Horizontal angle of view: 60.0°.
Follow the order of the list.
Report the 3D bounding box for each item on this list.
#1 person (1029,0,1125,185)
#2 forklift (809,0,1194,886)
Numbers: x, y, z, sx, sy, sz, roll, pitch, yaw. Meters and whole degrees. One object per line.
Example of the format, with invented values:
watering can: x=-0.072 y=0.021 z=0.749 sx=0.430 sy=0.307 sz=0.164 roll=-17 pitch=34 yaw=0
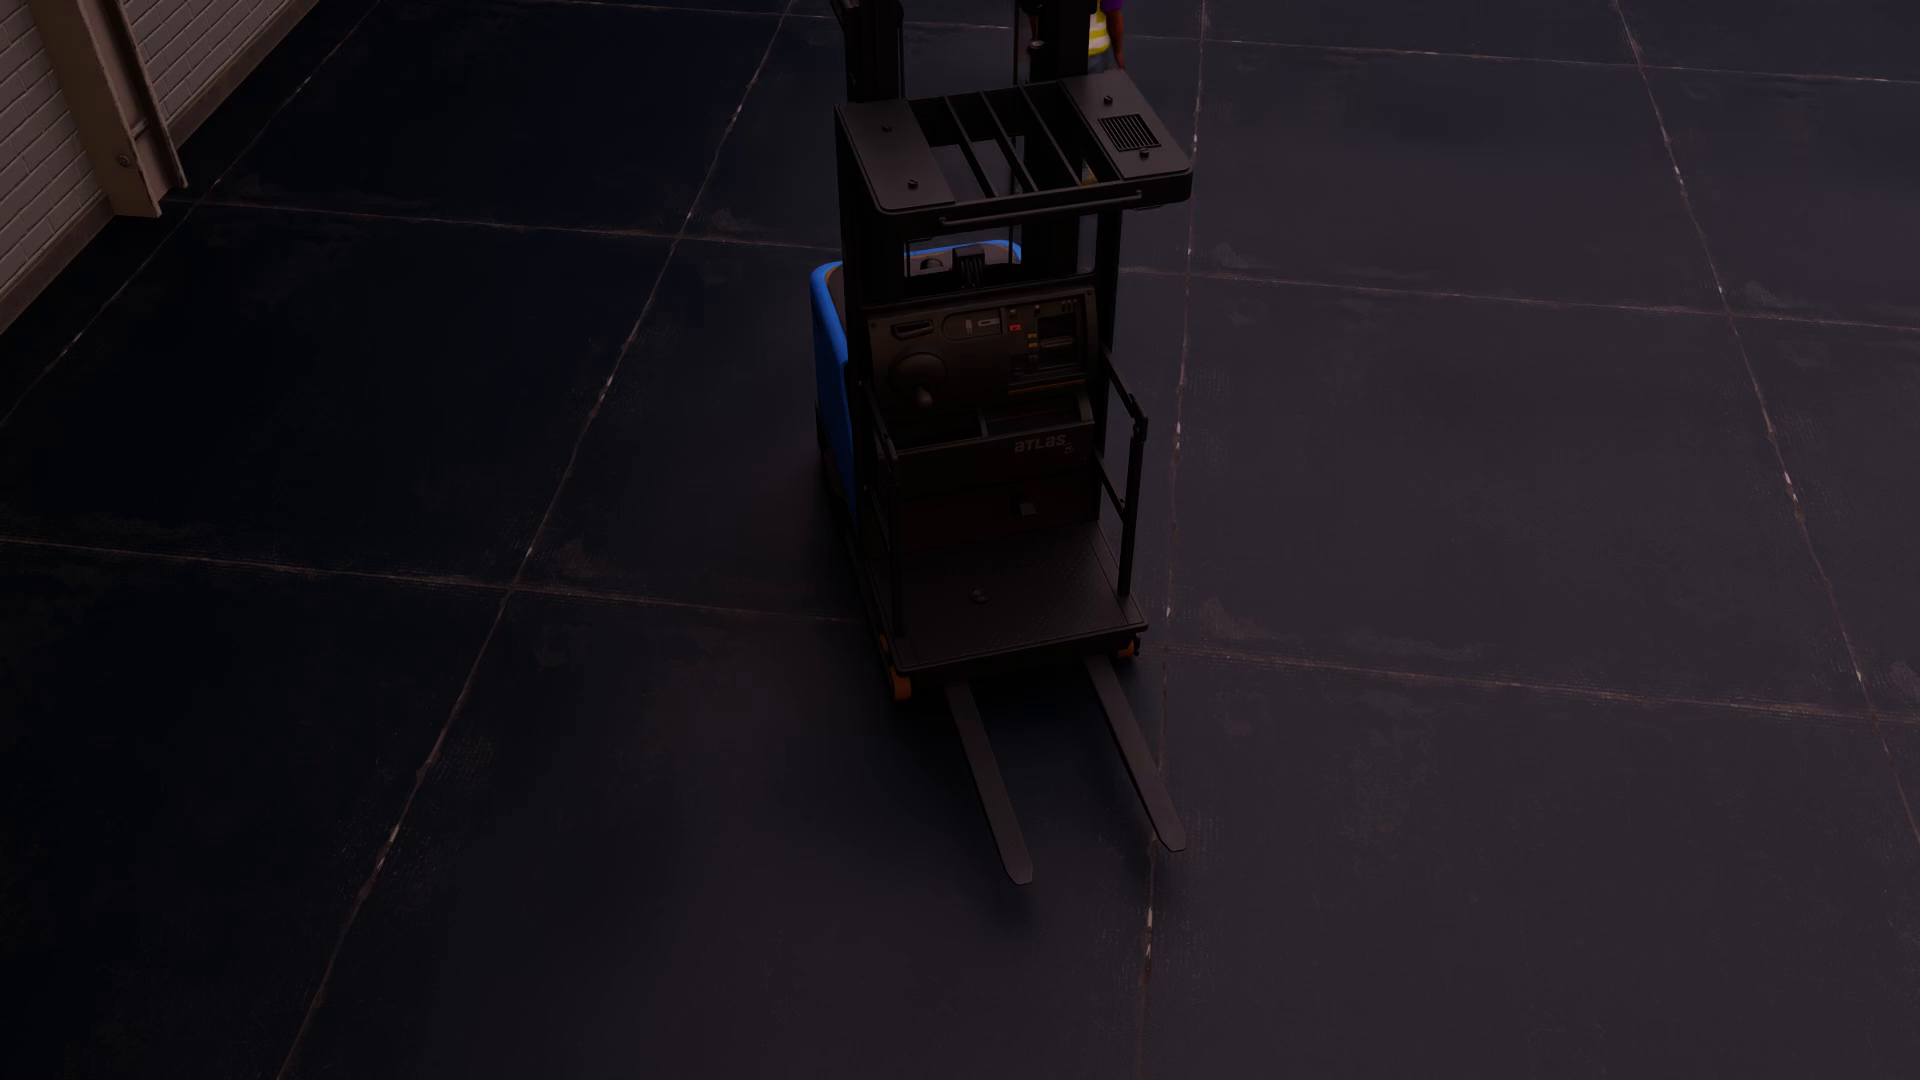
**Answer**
person: x=0.709 y=-2.932 z=9.780 sx=0.586 sy=1.768 sz=0.403 roll=17 pitch=45 yaw=18
forklift: x=0.153 y=-0.681 z=6.465 sx=1.130 sy=2.935 sz=3.031 roll=-10 pitch=44 yaw=-11
